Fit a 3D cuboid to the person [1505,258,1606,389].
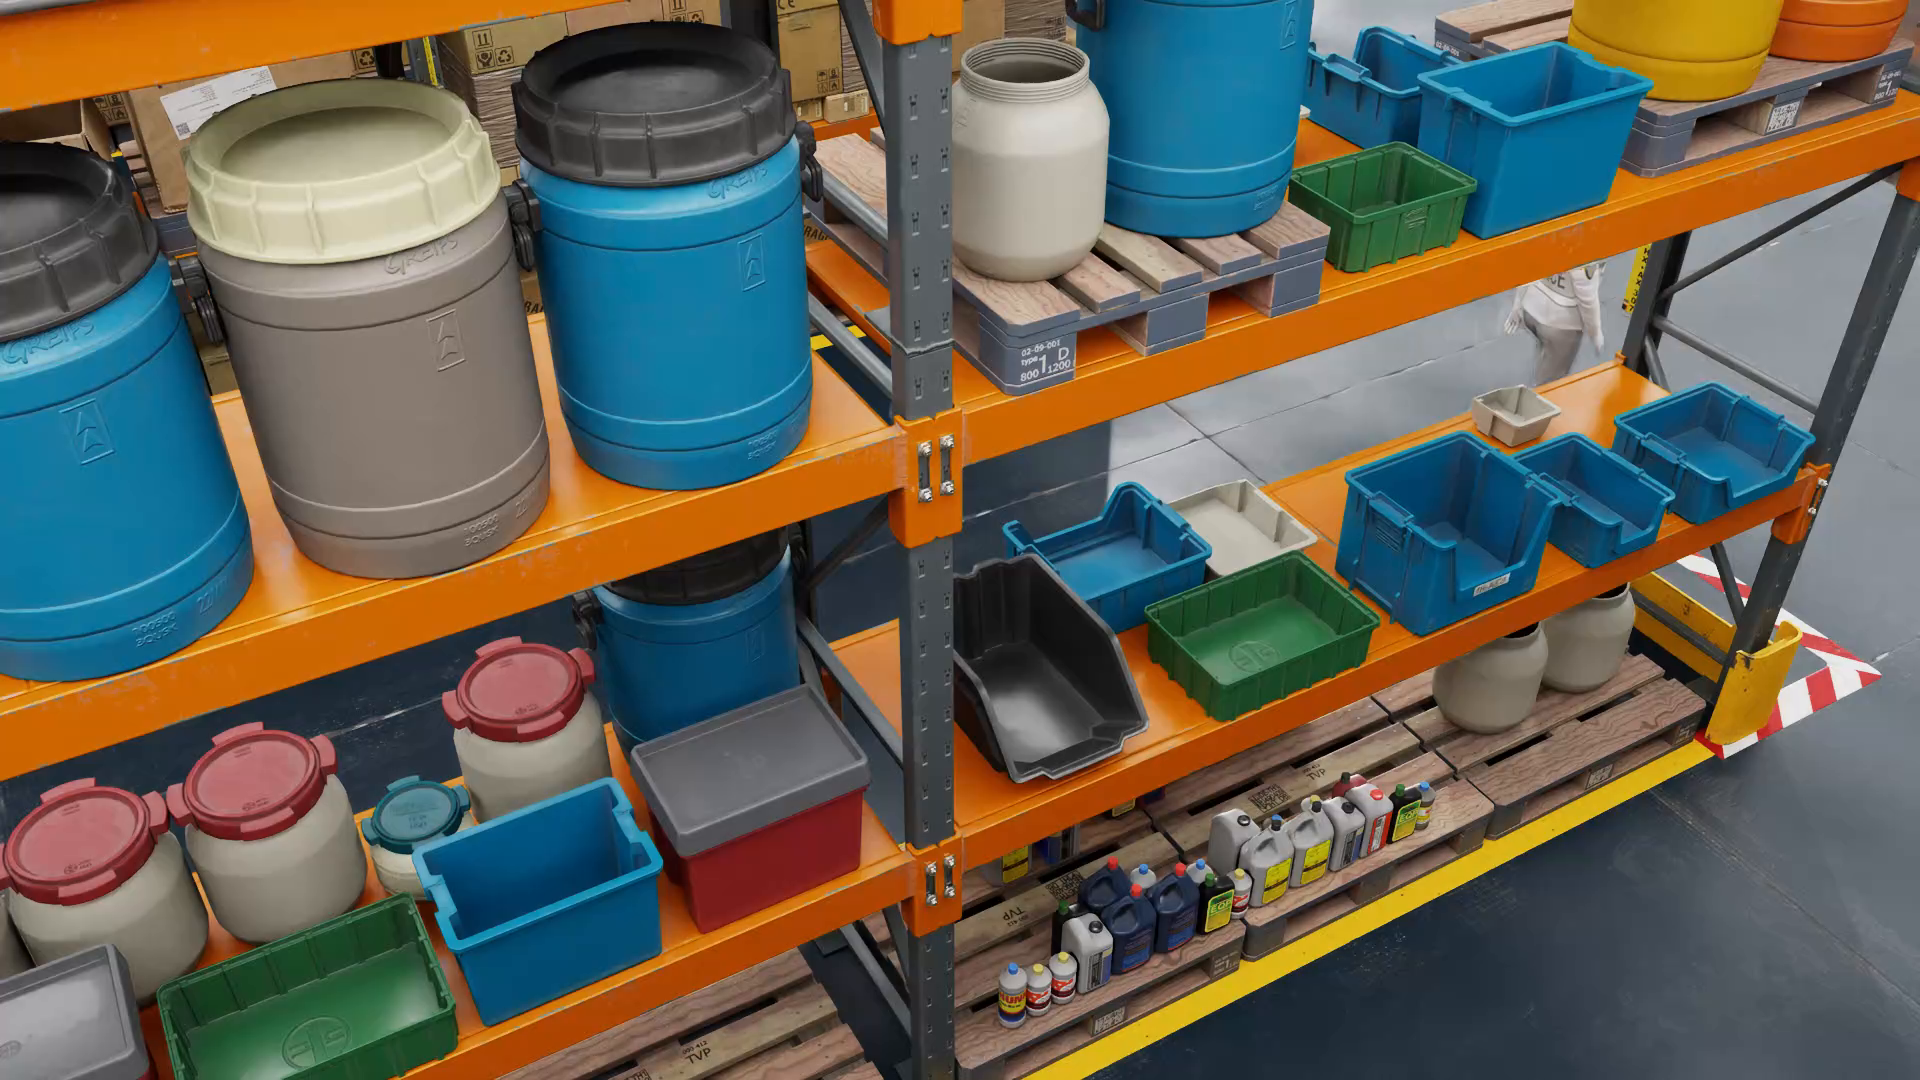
[{"bbox_3d":[3.015,-1.136,8.414,0.940,1.630,0.510,-12,39,-15],"label":"person"}]
